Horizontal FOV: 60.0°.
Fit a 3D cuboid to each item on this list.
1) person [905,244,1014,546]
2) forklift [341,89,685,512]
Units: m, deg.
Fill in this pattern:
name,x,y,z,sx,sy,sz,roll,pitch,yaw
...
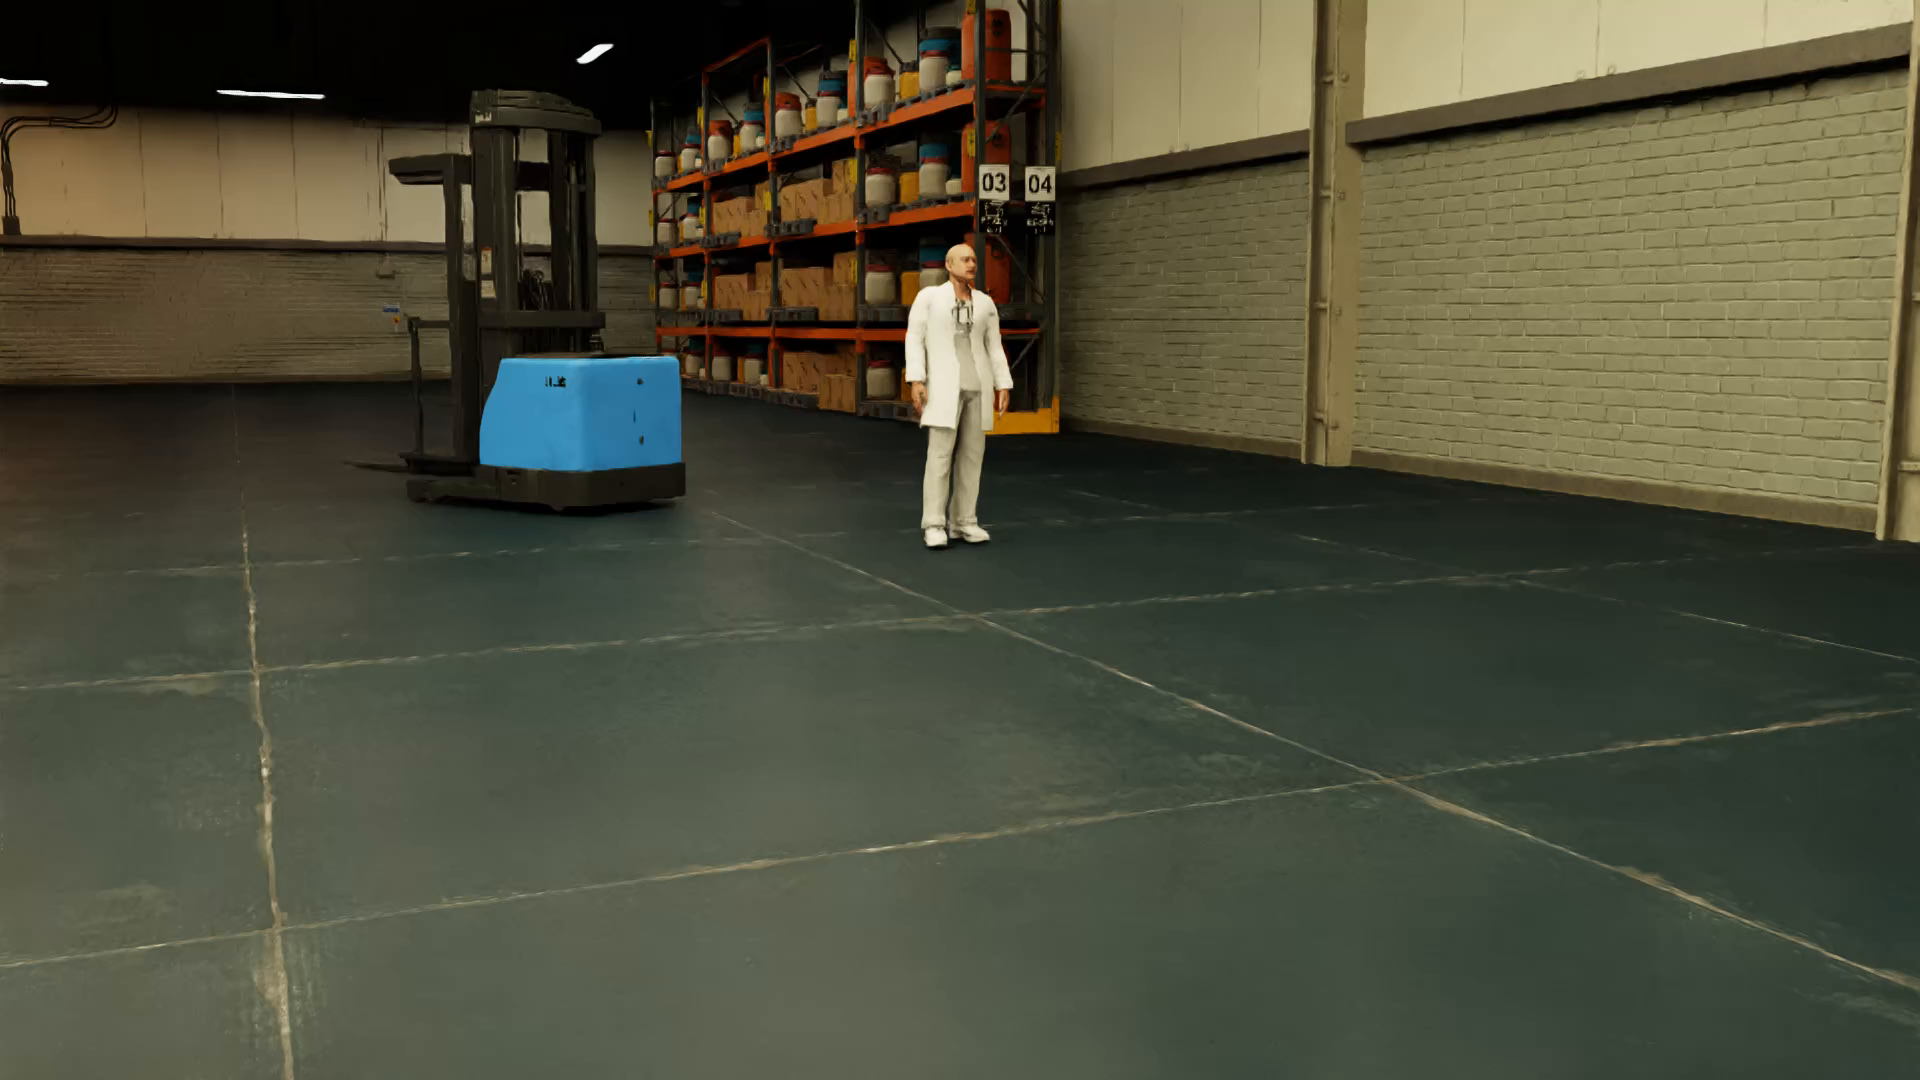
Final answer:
name,x,y,z,sx,sy,sz,roll,pitch,yaw
person,0.032,-0.877,9.952,0.694,1.776,0.579,-3,8,-23
forklift,-3.487,-1.773,12.391,3.031,2.935,1.130,5,9,36
